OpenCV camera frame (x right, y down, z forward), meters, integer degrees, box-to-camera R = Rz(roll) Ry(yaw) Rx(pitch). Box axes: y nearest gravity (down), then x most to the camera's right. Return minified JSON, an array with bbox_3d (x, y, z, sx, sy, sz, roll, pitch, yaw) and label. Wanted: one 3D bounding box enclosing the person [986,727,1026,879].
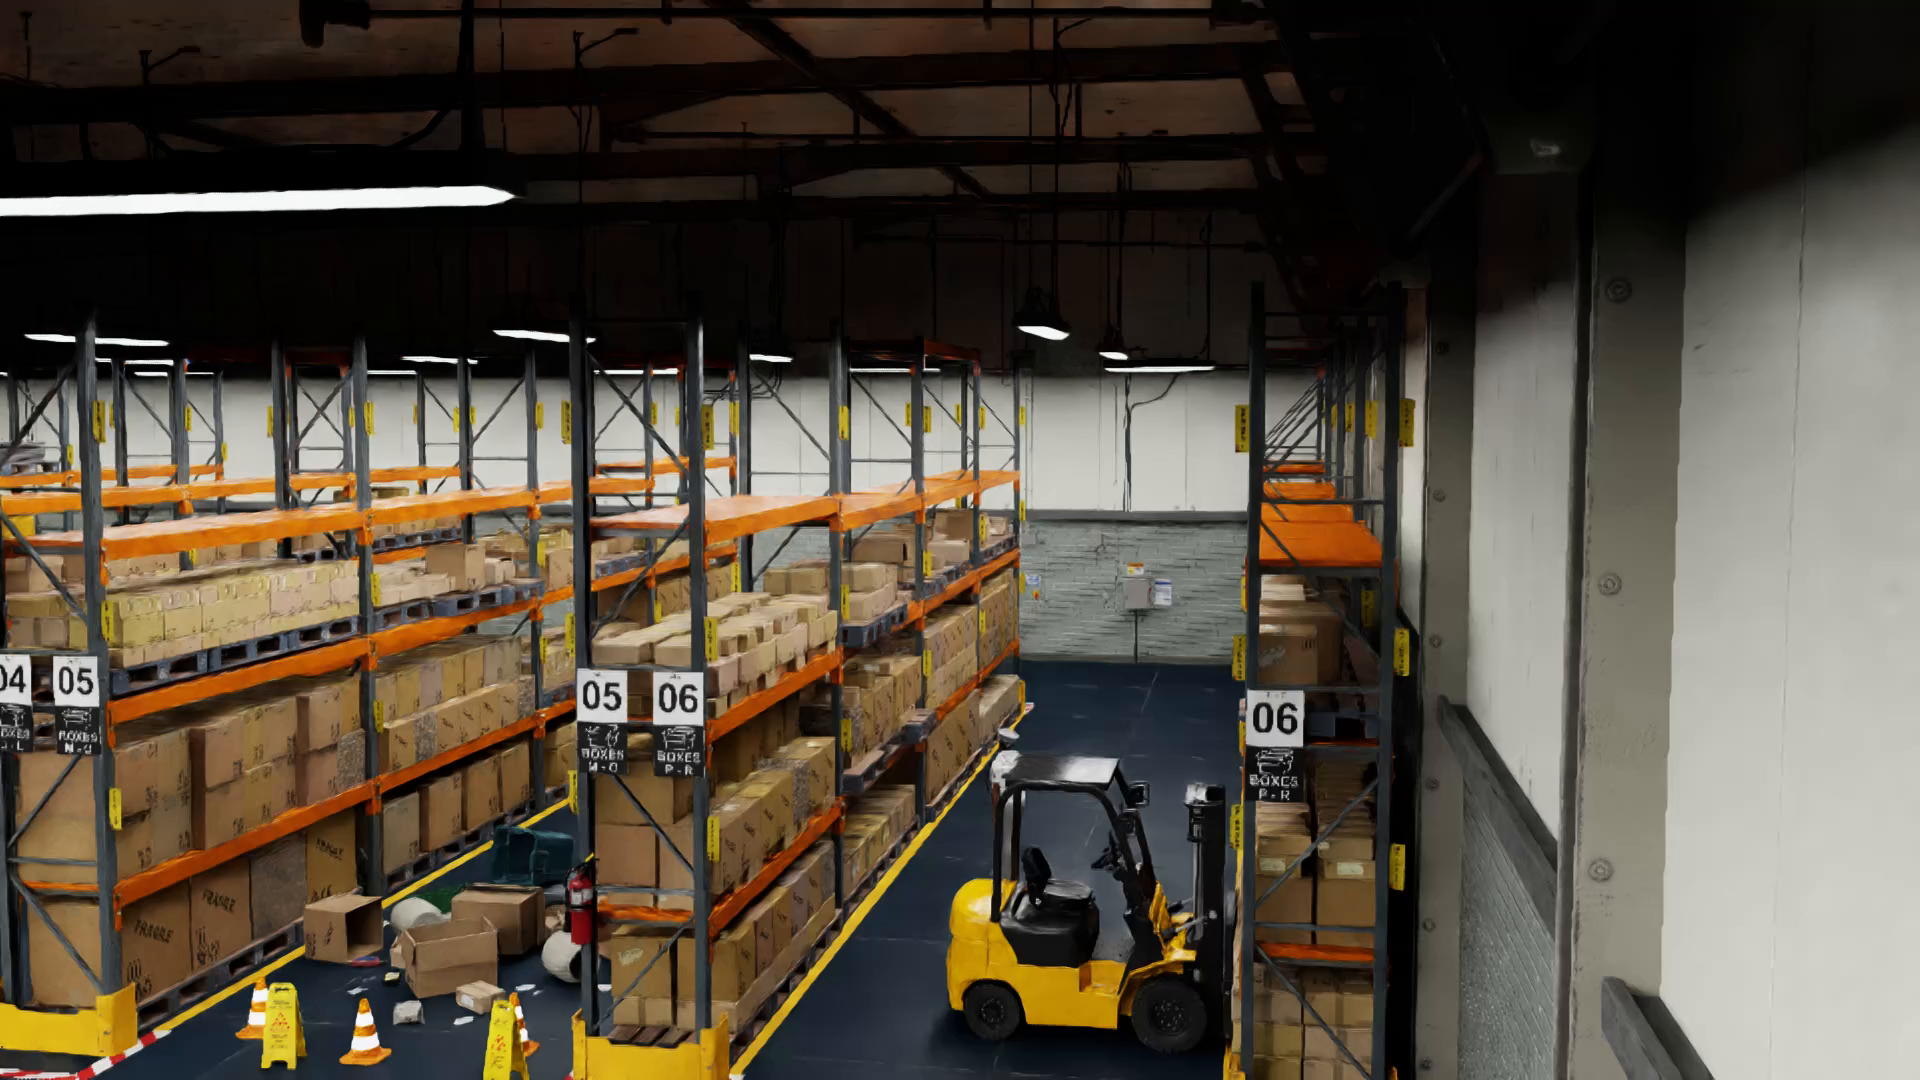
[{"bbox_3d":[0.472,2.874,18.004,0.465,1.676,0.498,4,6,40],"label":"person"}]
